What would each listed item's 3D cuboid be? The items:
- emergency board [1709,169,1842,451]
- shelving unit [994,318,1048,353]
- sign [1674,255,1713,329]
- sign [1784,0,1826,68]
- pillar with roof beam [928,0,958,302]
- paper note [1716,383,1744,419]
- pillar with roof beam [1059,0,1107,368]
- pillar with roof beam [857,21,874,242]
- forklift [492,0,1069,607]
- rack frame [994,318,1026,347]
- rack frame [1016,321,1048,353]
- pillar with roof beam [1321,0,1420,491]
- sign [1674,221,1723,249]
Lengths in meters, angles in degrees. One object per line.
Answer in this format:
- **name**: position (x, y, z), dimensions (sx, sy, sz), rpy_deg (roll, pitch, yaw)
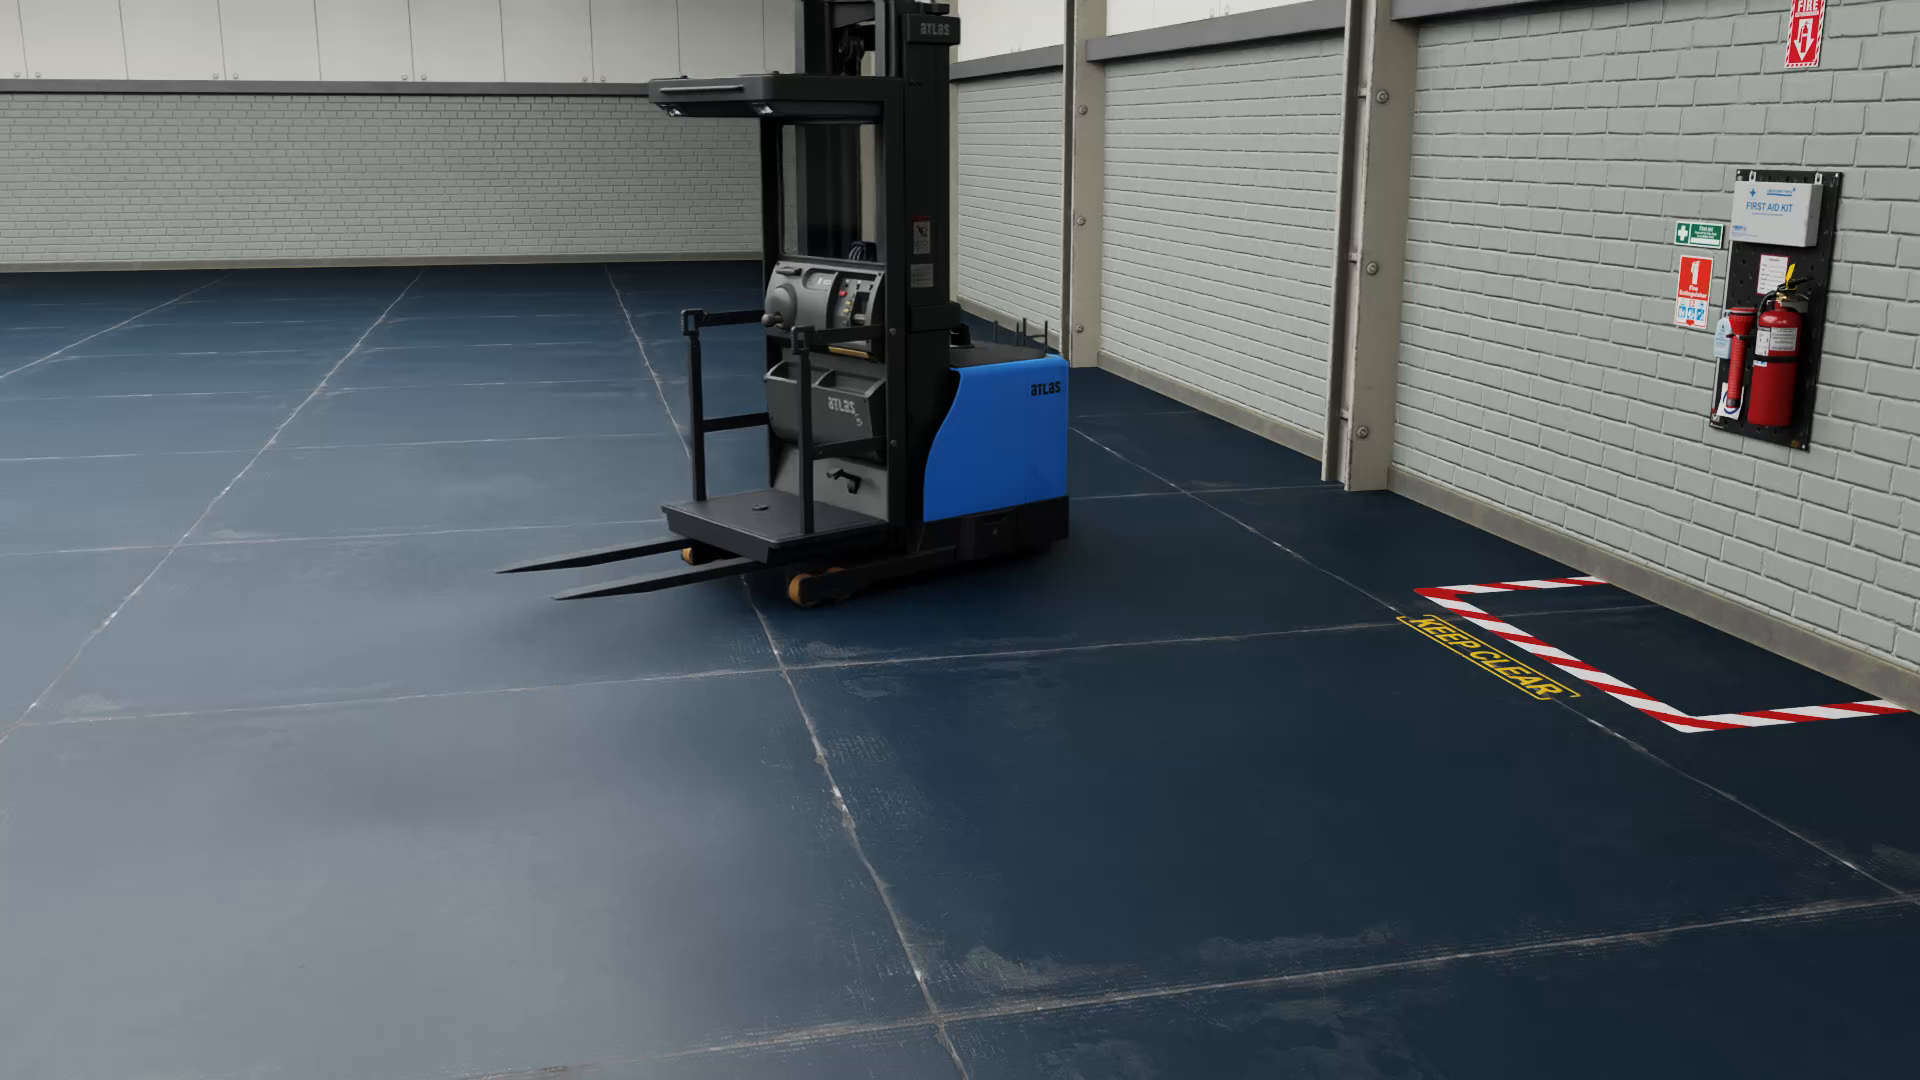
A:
- **emergency board**: position (3.469, -1.014, 7.257), dimensions (0.194, 1.169, 0.643), rpy_deg (-3, 14, -13)
- **shelving unit**: position (0.348, -0.670, 9.638), dimensions (0.258, 1.200, 0.189), rpy_deg (-11, 18, -39)
- **sign**: position (3.439, -1.165, 7.799), dimensions (0.001, 0.329, 0.234), rpy_deg (-3, 14, -13)
- **sign**: position (3.564, -2.148, 7.012), dimensions (0.001, 0.298, 0.199), rpy_deg (-3, 14, -13)
- **pillar with roof beam**: position (-4.400, -7.269, 20.217), dimensions (9.100, 9.000, 0.400), rpy_deg (-3, 14, -13)
- **paper note**: position (3.494, -0.631, 7.545), dimensions (0.016, 0.148, 0.142), rpy_deg (-3, 14, -13)
- **pillar with roof beam**: position (-2.991, -5.884, 14.552), dimensions (9.100, 9.000, 0.400), rpy_deg (-3, 14, -13)
- **pillar with roof beam**: position (-5.809, -8.653, 25.883), dimensions (9.100, 9.000, 0.400), rpy_deg (-3, 14, -13)
- **forklift**: position (-0.853, -1.236, 8.309), dimensions (3.031, 2.935, 1.130), rpy_deg (-11, 18, -39)
- **rack frame**: position (0.289, -0.686, 9.706), dimensions (0.240, 1.200, 0.006), rpy_deg (-11, 18, -39)
- **rack frame**: position (0.407, -0.653, 9.570), dimensions (0.240, 1.200, 0.006), rpy_deg (-11, 18, -39)
- **pillar with roof beam**: position (-1.582, -4.500, 8.886), dimensions (9.100, 9.000, 0.400), rpy_deg (-3, 14, -13)
- **sign**: position (3.431, -1.421, 7.729), dimensions (0.001, 0.109, 0.331), rpy_deg (-3, 14, -13)
